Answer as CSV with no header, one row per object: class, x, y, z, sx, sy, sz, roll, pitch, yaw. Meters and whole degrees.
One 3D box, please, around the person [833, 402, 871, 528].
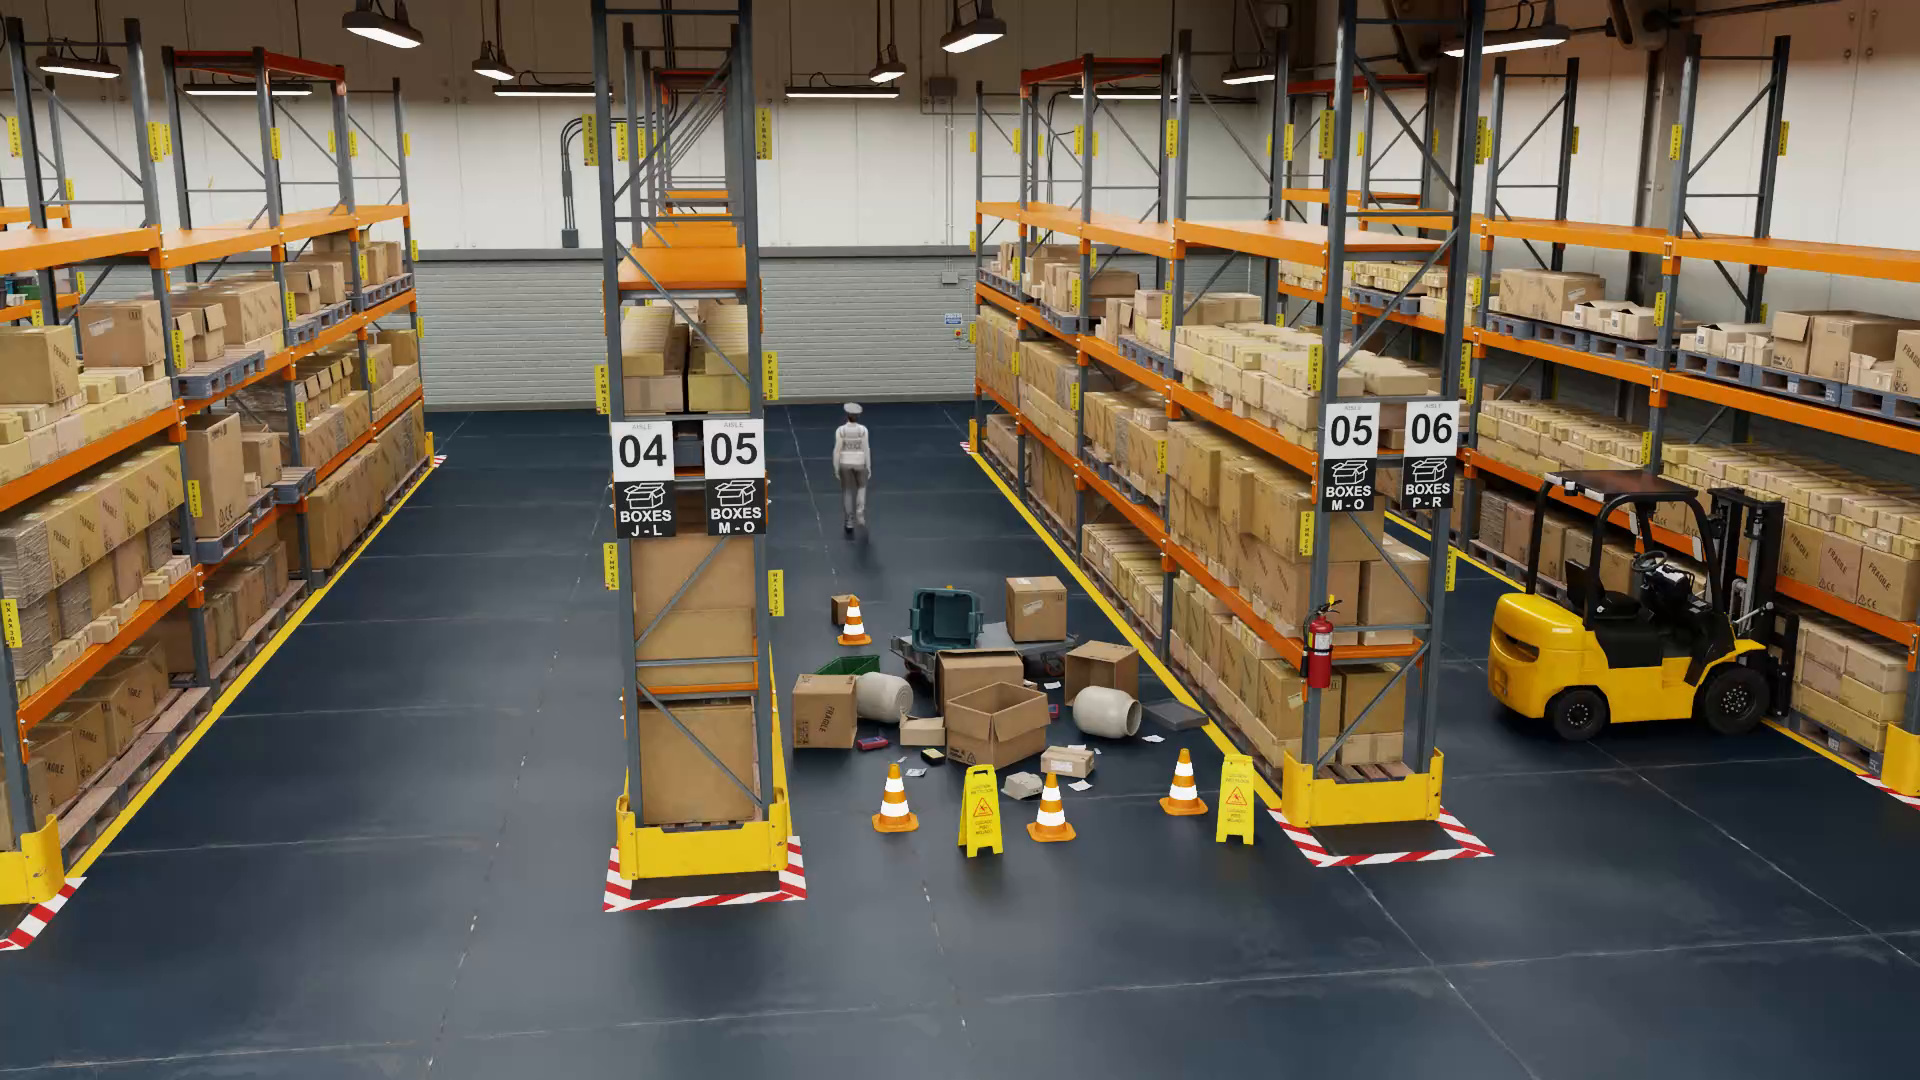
person,-1.431,-0.985,22.004,0.497,1.683,0.454,-2,13,-7
